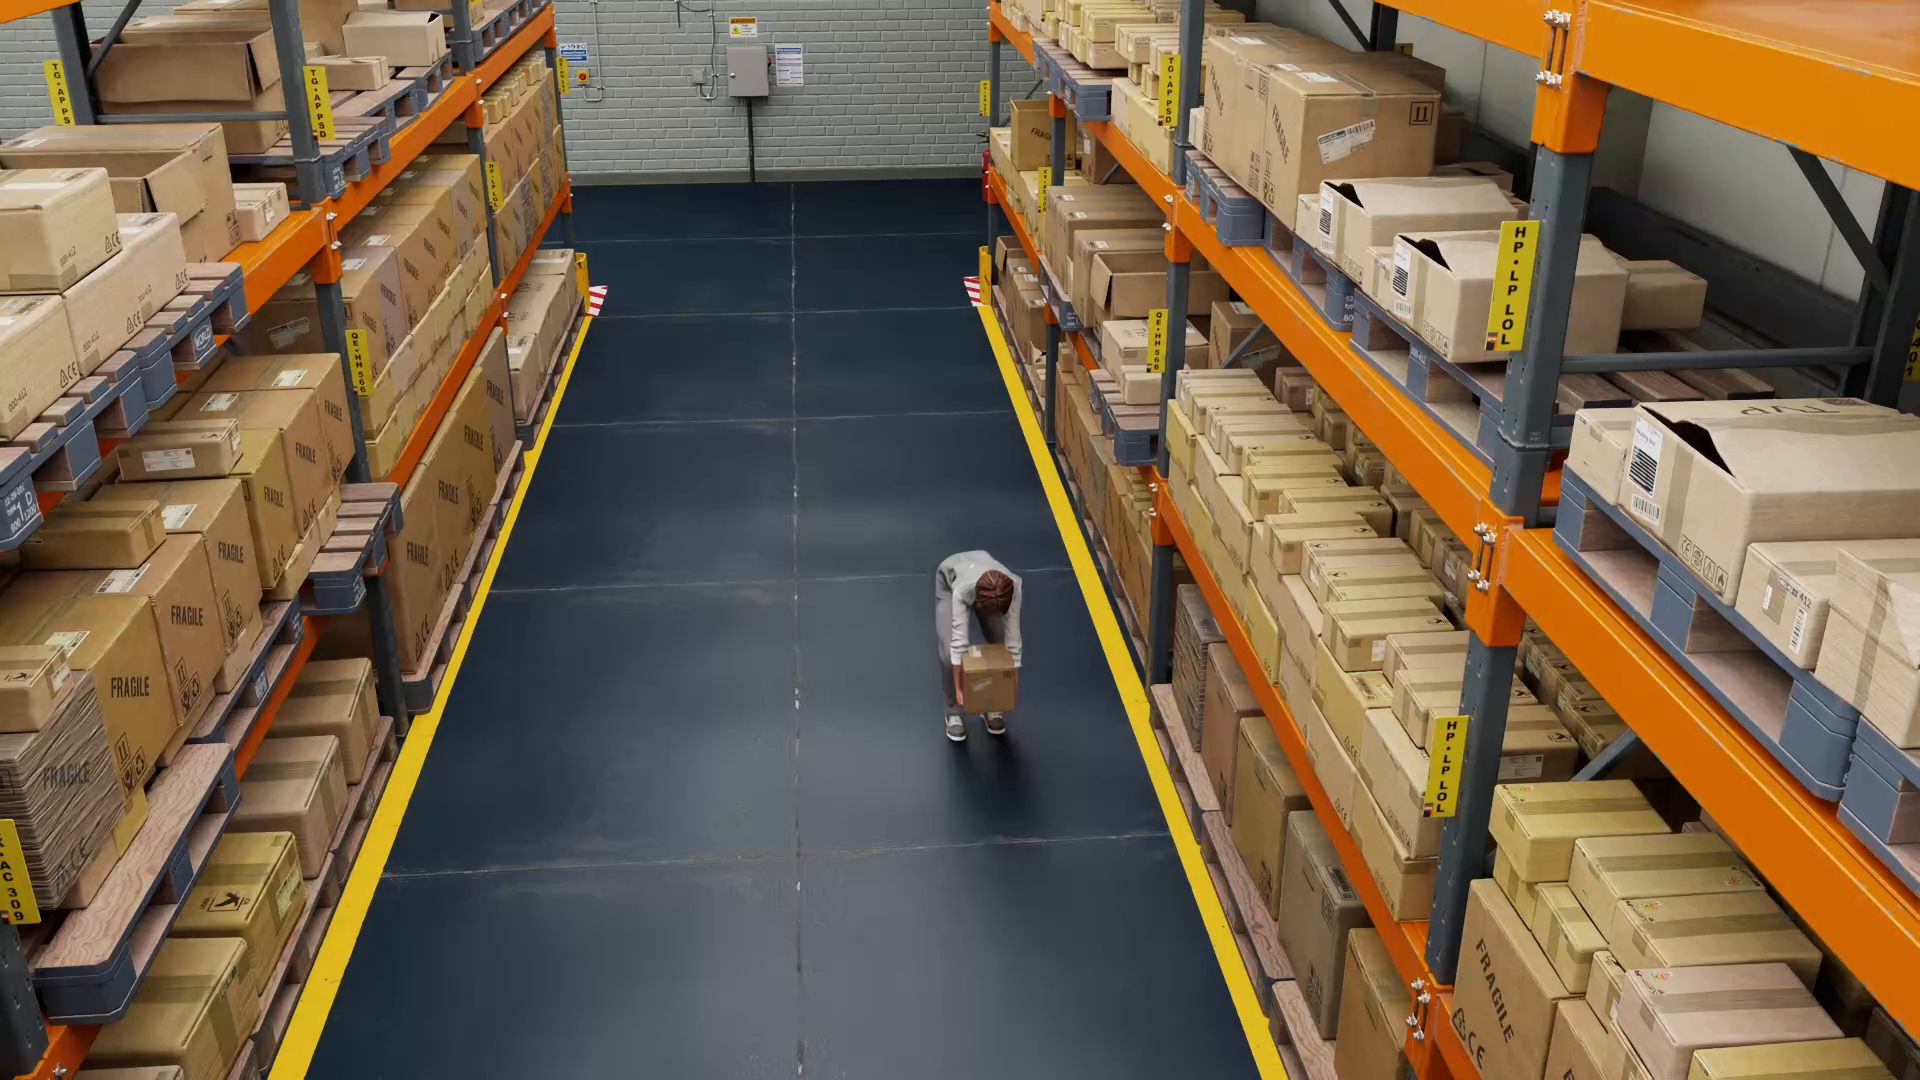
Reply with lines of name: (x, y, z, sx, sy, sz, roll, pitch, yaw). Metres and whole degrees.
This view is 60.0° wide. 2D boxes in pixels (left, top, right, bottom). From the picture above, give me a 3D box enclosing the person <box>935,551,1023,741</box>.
person: (0.102, 0.551, 8.472, 0.398, 1.116, 0.841, -5, 25, -11)
